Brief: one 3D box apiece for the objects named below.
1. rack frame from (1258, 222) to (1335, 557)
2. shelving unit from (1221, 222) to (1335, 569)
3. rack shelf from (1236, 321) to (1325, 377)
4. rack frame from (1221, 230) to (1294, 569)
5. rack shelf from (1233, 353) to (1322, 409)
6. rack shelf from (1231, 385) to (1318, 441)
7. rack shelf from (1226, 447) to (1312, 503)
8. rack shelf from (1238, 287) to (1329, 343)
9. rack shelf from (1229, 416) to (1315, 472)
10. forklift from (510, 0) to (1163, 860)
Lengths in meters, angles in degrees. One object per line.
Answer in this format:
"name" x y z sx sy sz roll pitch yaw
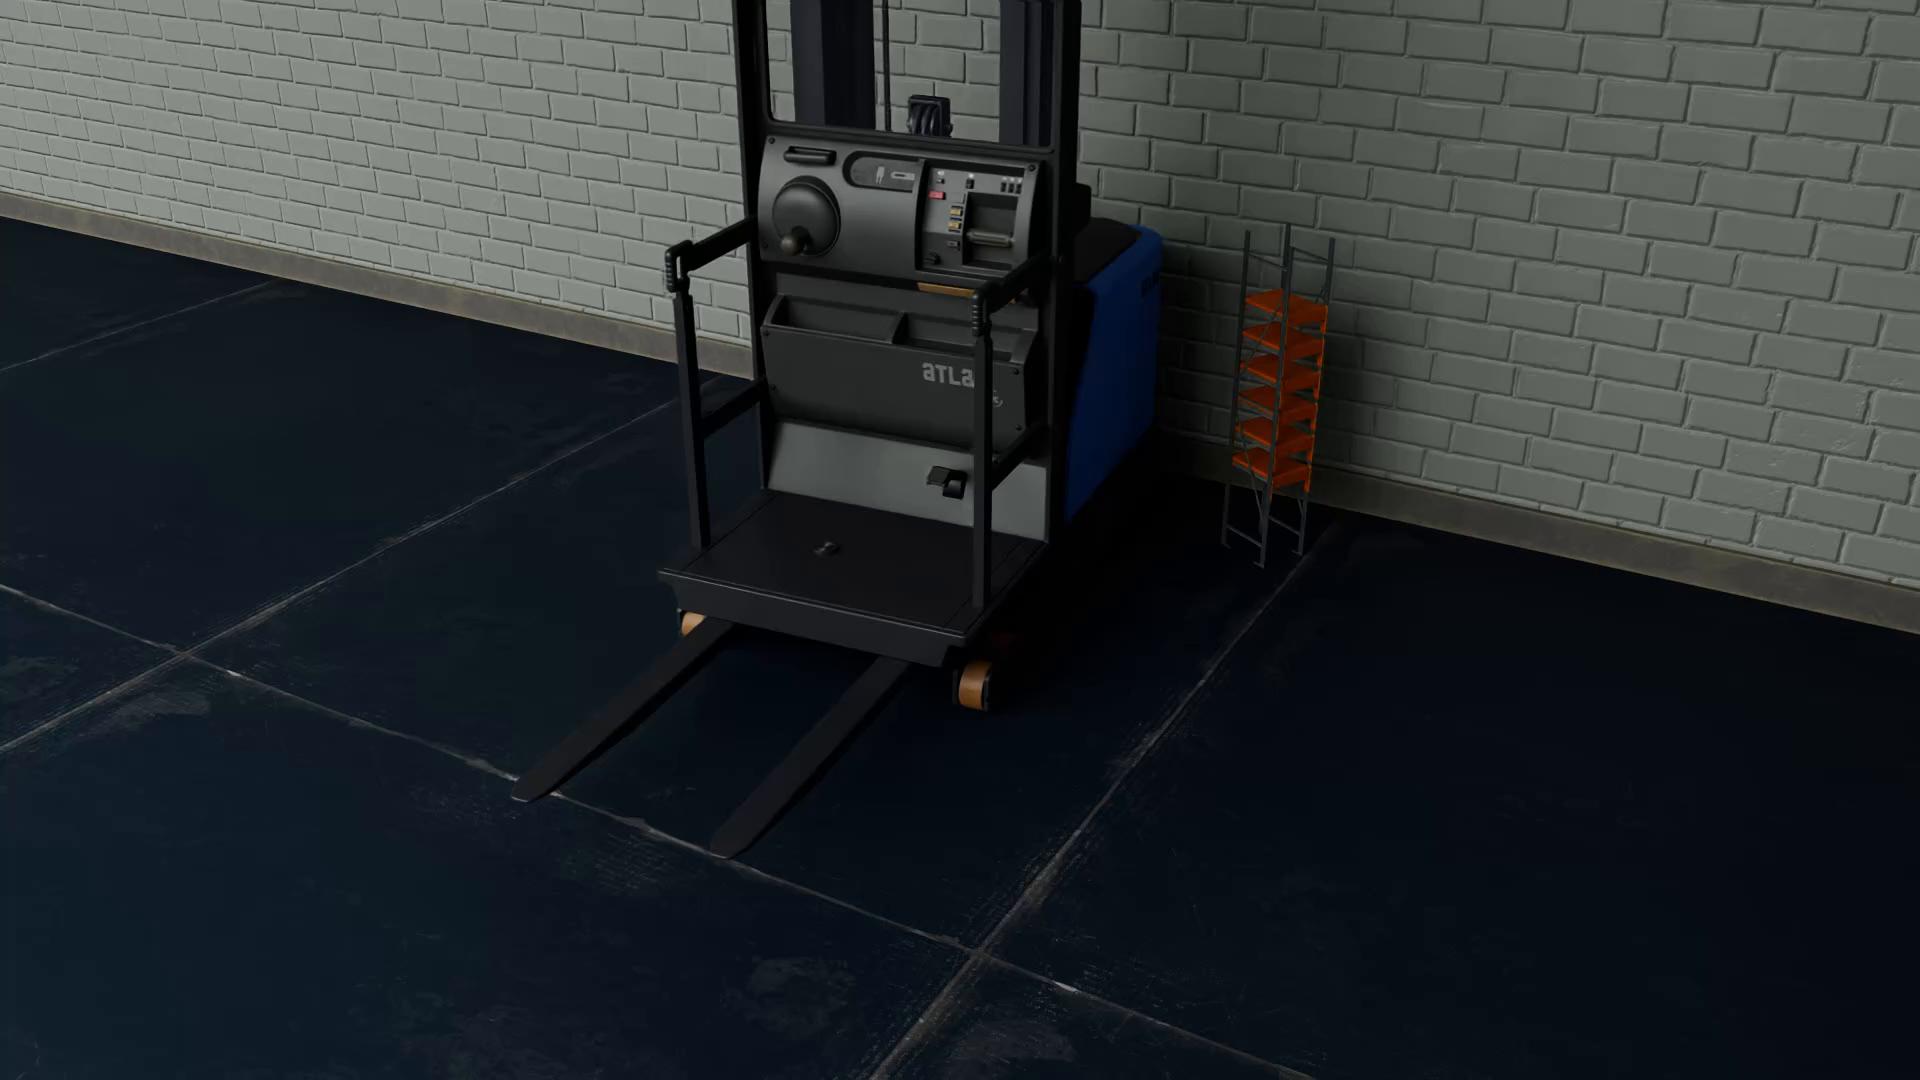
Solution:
"rack frame" 1.198 -0.522 5.952 0.006 1.200 0.240 -15 30 -28
"shelving unit" 1.120 -0.500 5.909 0.189 1.200 0.258 -15 30 -28
"rack shelf" 1.120 -0.675 5.821 0.180 0.103 0.258 -15 30 -28
"rack frame" 1.042 -0.479 5.866 0.006 1.200 0.240 -15 30 -28
"rack shelf" 1.120 -0.568 5.875 0.180 0.103 0.258 -15 30 -28
"rack shelf" 1.120 -0.460 5.929 0.180 0.103 0.258 -15 30 -28
"rack shelf" 1.120 -0.246 6.036 0.180 0.103 0.258 -15 30 -28
"rack shelf" 1.120 -0.782 5.768 0.180 0.103 0.258 -15 30 -28
"rack shelf" 1.120 -0.353 5.982 0.180 0.103 0.258 -15 30 -28
"forklift" -0.283 -0.994 4.962 1.130 2.935 3.031 11 29 21
